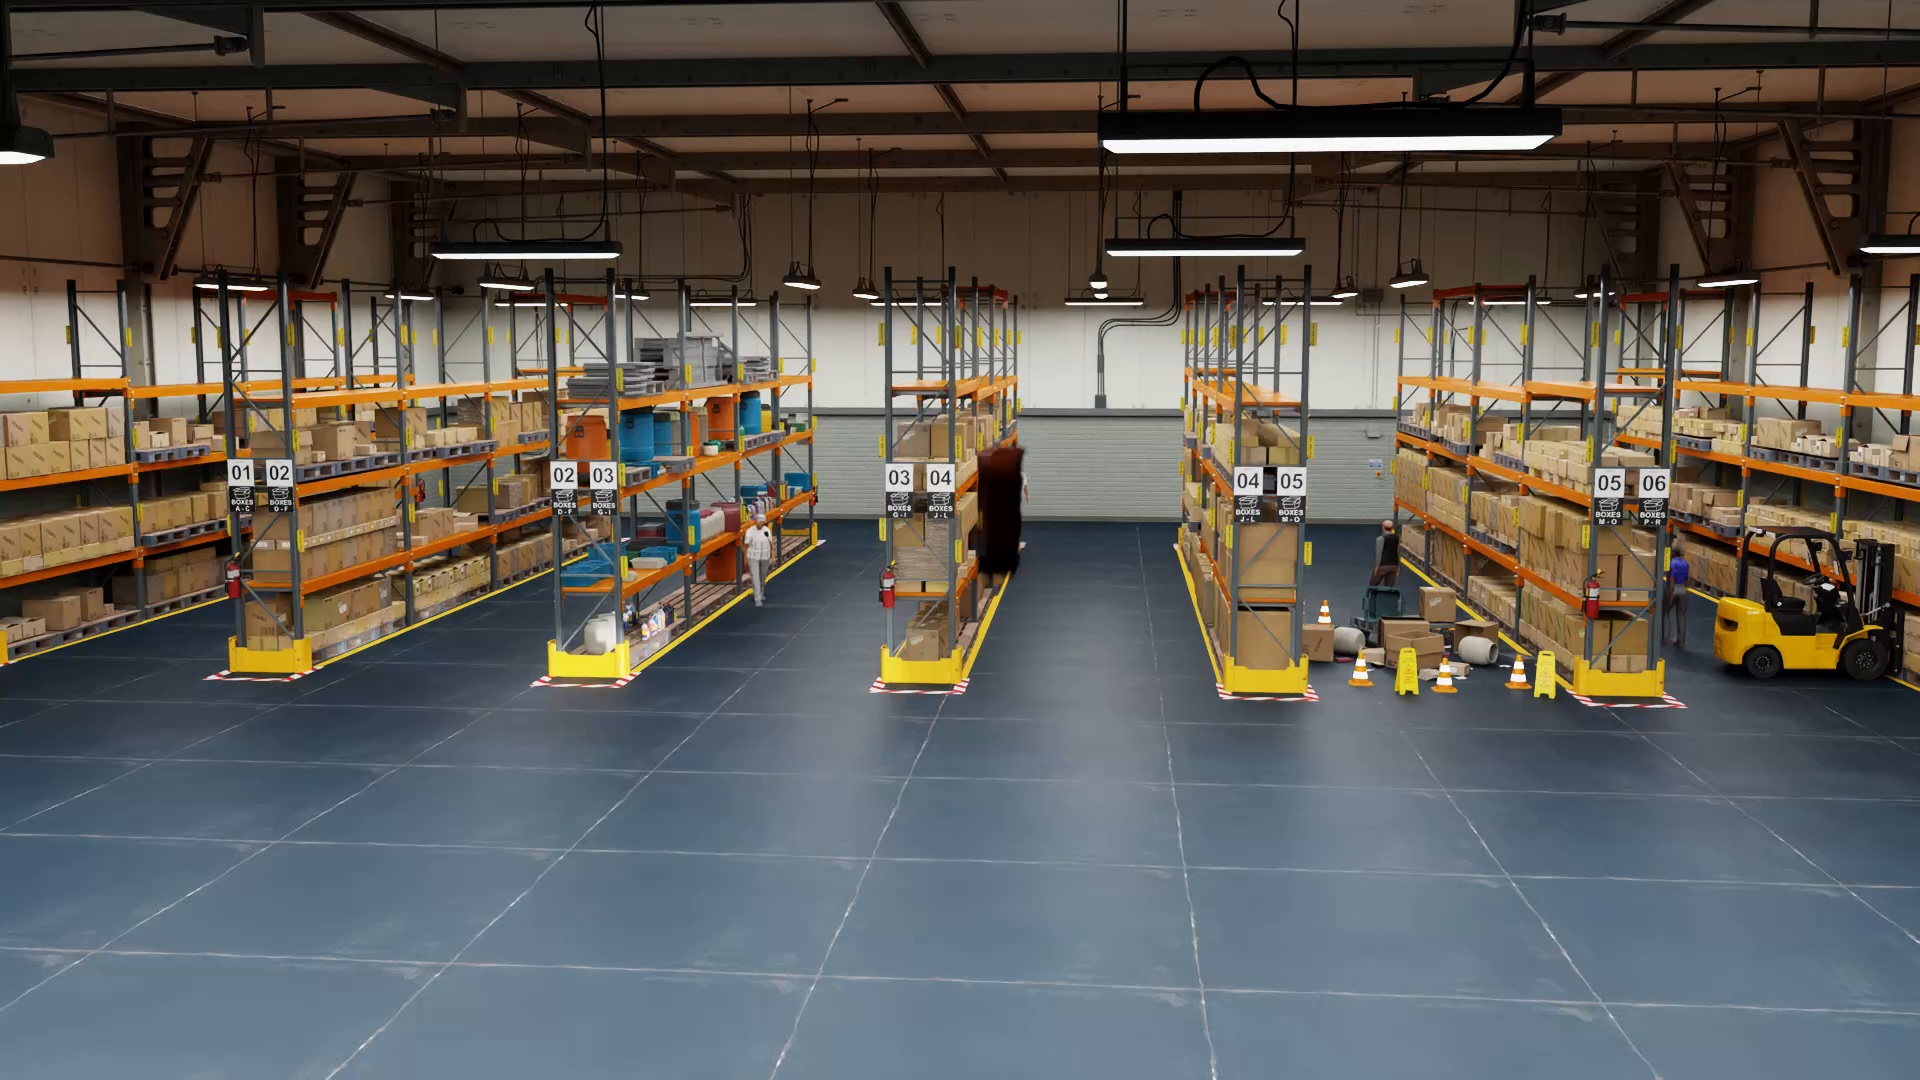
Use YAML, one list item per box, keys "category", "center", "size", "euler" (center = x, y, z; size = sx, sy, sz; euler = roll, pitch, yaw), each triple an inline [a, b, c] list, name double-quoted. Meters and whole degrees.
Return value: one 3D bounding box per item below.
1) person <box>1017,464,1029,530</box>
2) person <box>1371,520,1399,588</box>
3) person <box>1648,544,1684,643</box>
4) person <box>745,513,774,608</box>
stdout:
- category: "person"
  center: [1.471, -1.124, 43.323]
  size: [0.568, 1.721, 1.042]
  euler: [-3, 7, -20]
- category: "person"
  center: [7.708, 0.533, 30.062]
  size: [0.566, 1.785, 0.389]
  euler: [-4, 8, -29]
- category: "person"
  center: [11.694, 0.868, 27.379]
  size: [0.399, 1.619, 0.860]
  euler: [-1, 7, -5]
- category: "person"
  center: [-3.549, 0.358, 29.331]
  size: [0.516, 1.698, 0.853]
  euler: [-2, 7, -19]
